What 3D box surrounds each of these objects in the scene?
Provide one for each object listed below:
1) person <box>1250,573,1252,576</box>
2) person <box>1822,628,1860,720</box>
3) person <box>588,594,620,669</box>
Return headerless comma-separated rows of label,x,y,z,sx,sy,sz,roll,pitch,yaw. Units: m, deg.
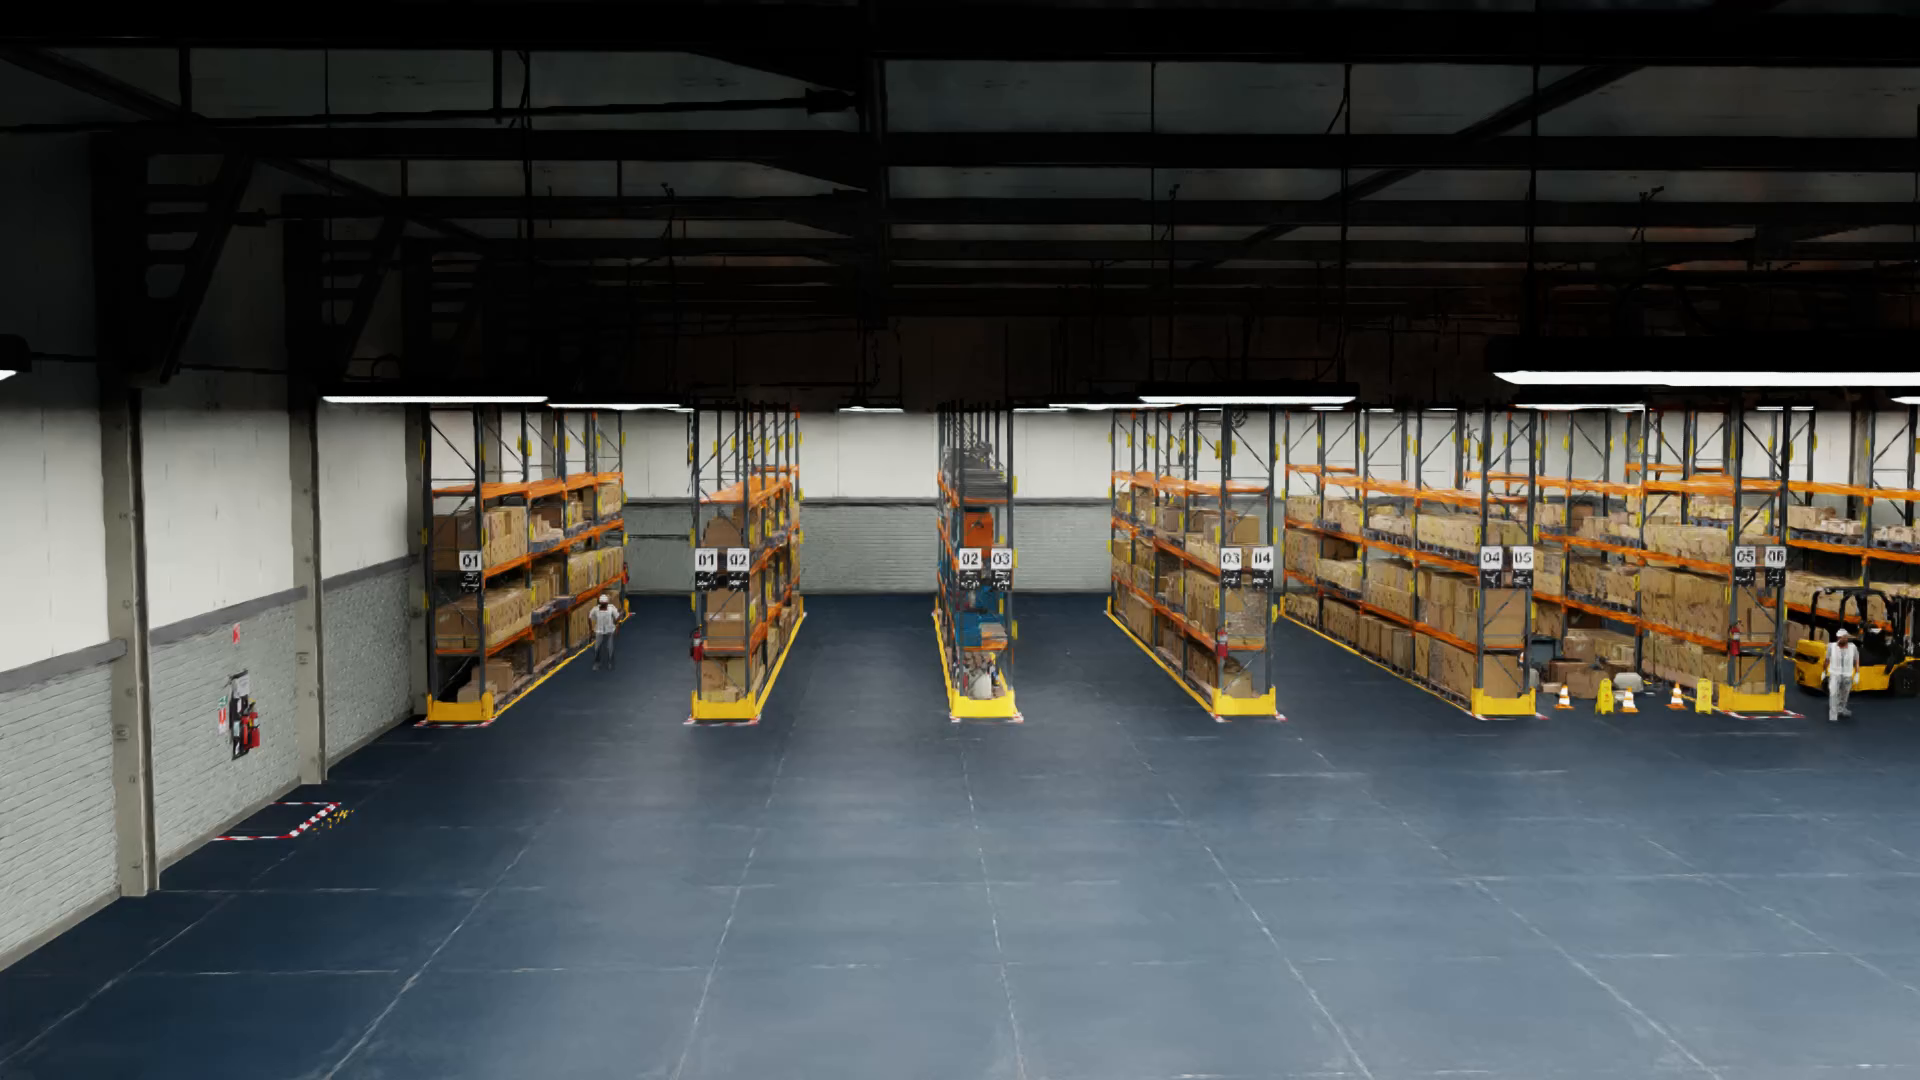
person,7.530,1.591,42.806,0.583,1.740,0.658,2,5,22
person,16.521,2.499,31.189,0.605,1.731,0.983,1,5,18
person,-7.954,2.053,37.174,0.719,1.714,0.578,0,4,-4
